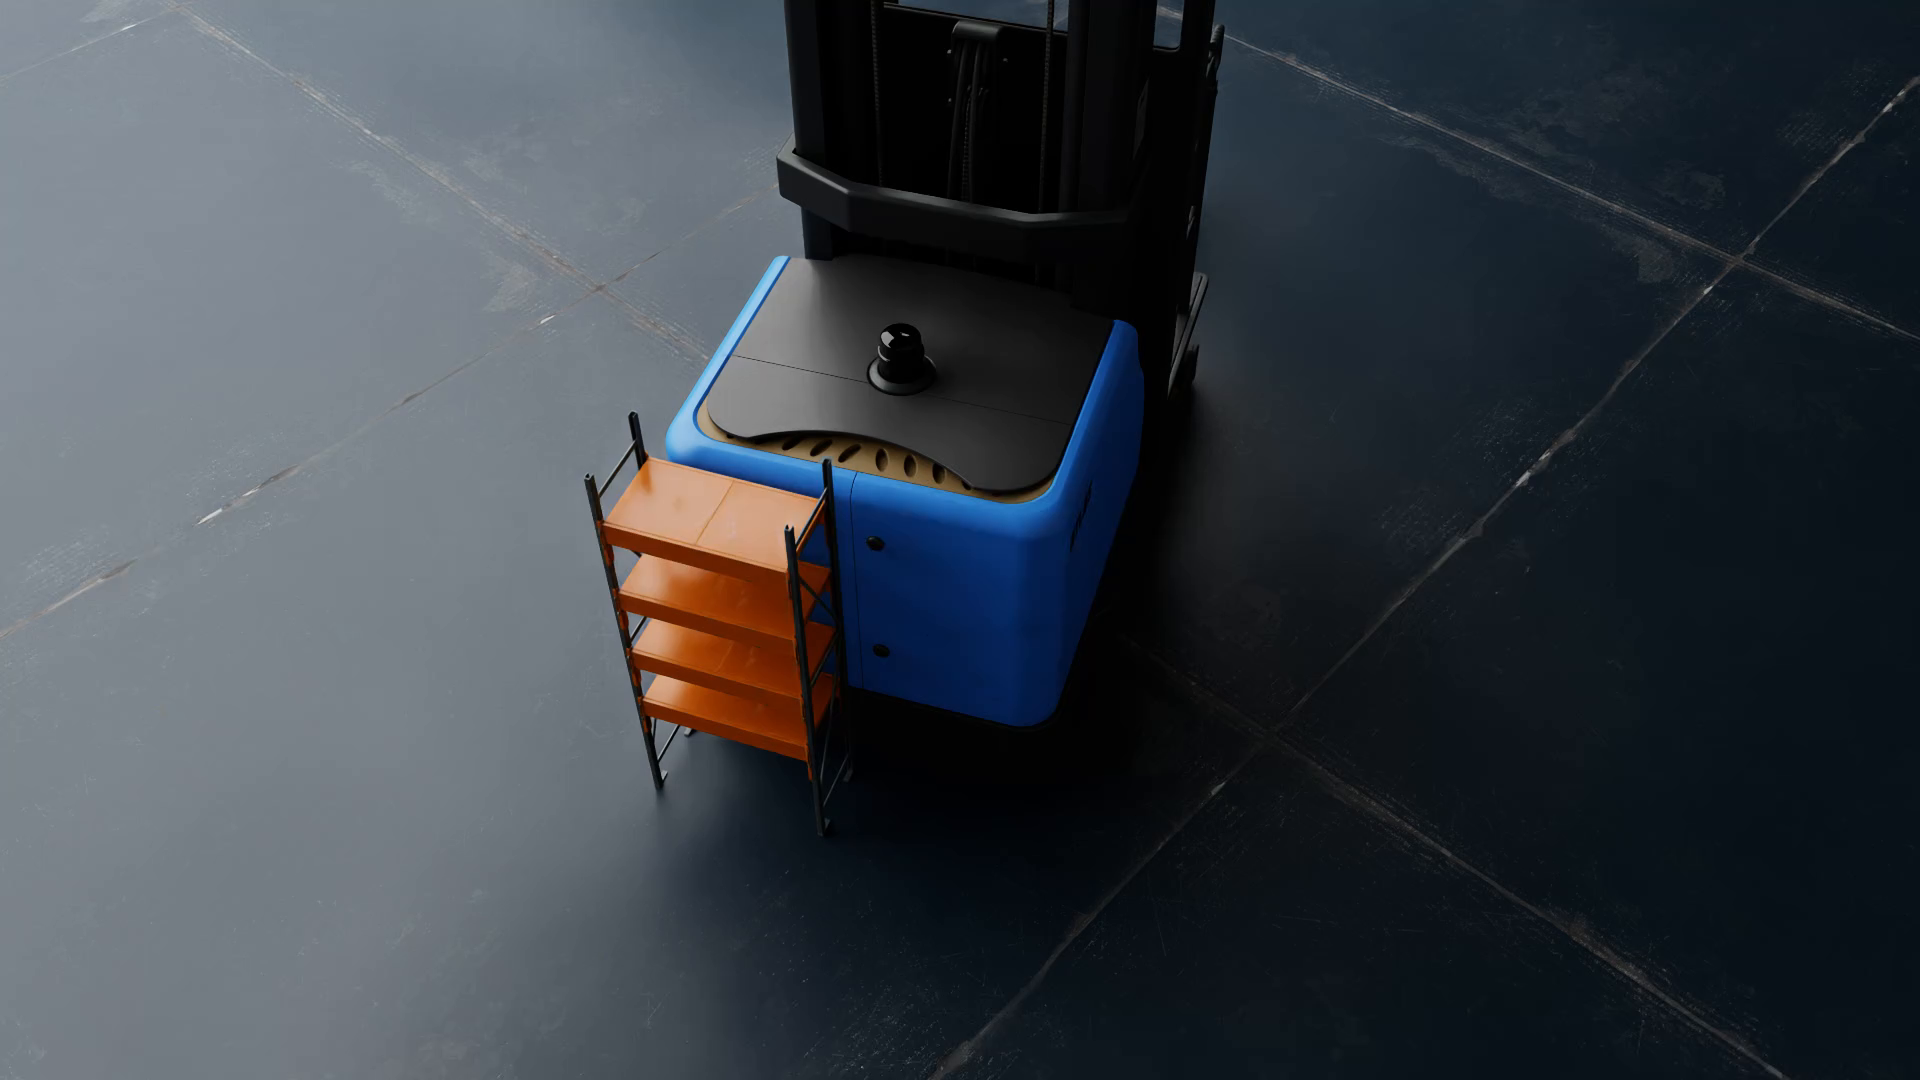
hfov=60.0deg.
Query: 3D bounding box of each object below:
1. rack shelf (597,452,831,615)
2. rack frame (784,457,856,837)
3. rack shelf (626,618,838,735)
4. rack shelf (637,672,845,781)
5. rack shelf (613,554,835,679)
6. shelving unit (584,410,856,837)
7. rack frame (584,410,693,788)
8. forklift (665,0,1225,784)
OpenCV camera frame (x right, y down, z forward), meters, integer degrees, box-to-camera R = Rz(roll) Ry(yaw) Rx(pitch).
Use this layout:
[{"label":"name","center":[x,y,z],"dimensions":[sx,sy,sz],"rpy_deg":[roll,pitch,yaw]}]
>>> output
[{"label":"rack shelf","center":[-0.569,-0.020,3.906],"dimensions":[0.480,0.148,0.258],"rpy_deg":[14,48,13]},{"label":"rack frame","center":[-0.339,0.307,4.138],"dimensions":[0.015,1.200,0.240],"rpy_deg":[14,48,13]},{"label":"rack shelf","center":[-0.569,0.295,4.242],"dimensions":[0.480,0.148,0.258],"rpy_deg":[14,48,13]},{"label":"rack shelf","center":[-0.569,0.431,4.387],"dimensions":[0.480,0.148,0.258],"rpy_deg":[14,48,13]},{"label":"rack shelf","center":[-0.569,0.142,4.079],"dimensions":[0.480,0.148,0.258],"rpy_deg":[14,48,13]},{"label":"shelving unit","center":[-0.569,0.249,4.193],"dimensions":[0.503,1.200,0.258],"rpy_deg":[14,48,13]},{"label":"rack frame","center":[-0.800,0.191,4.247],"dimensions":[0.015,1.200,0.240],"rpy_deg":[14,48,13]},{"label":"forklift","center":[0.183,-1.437,4.589],"dimensions":[1.130,2.935,3.031],"rpy_deg":[13,48,12]}]
